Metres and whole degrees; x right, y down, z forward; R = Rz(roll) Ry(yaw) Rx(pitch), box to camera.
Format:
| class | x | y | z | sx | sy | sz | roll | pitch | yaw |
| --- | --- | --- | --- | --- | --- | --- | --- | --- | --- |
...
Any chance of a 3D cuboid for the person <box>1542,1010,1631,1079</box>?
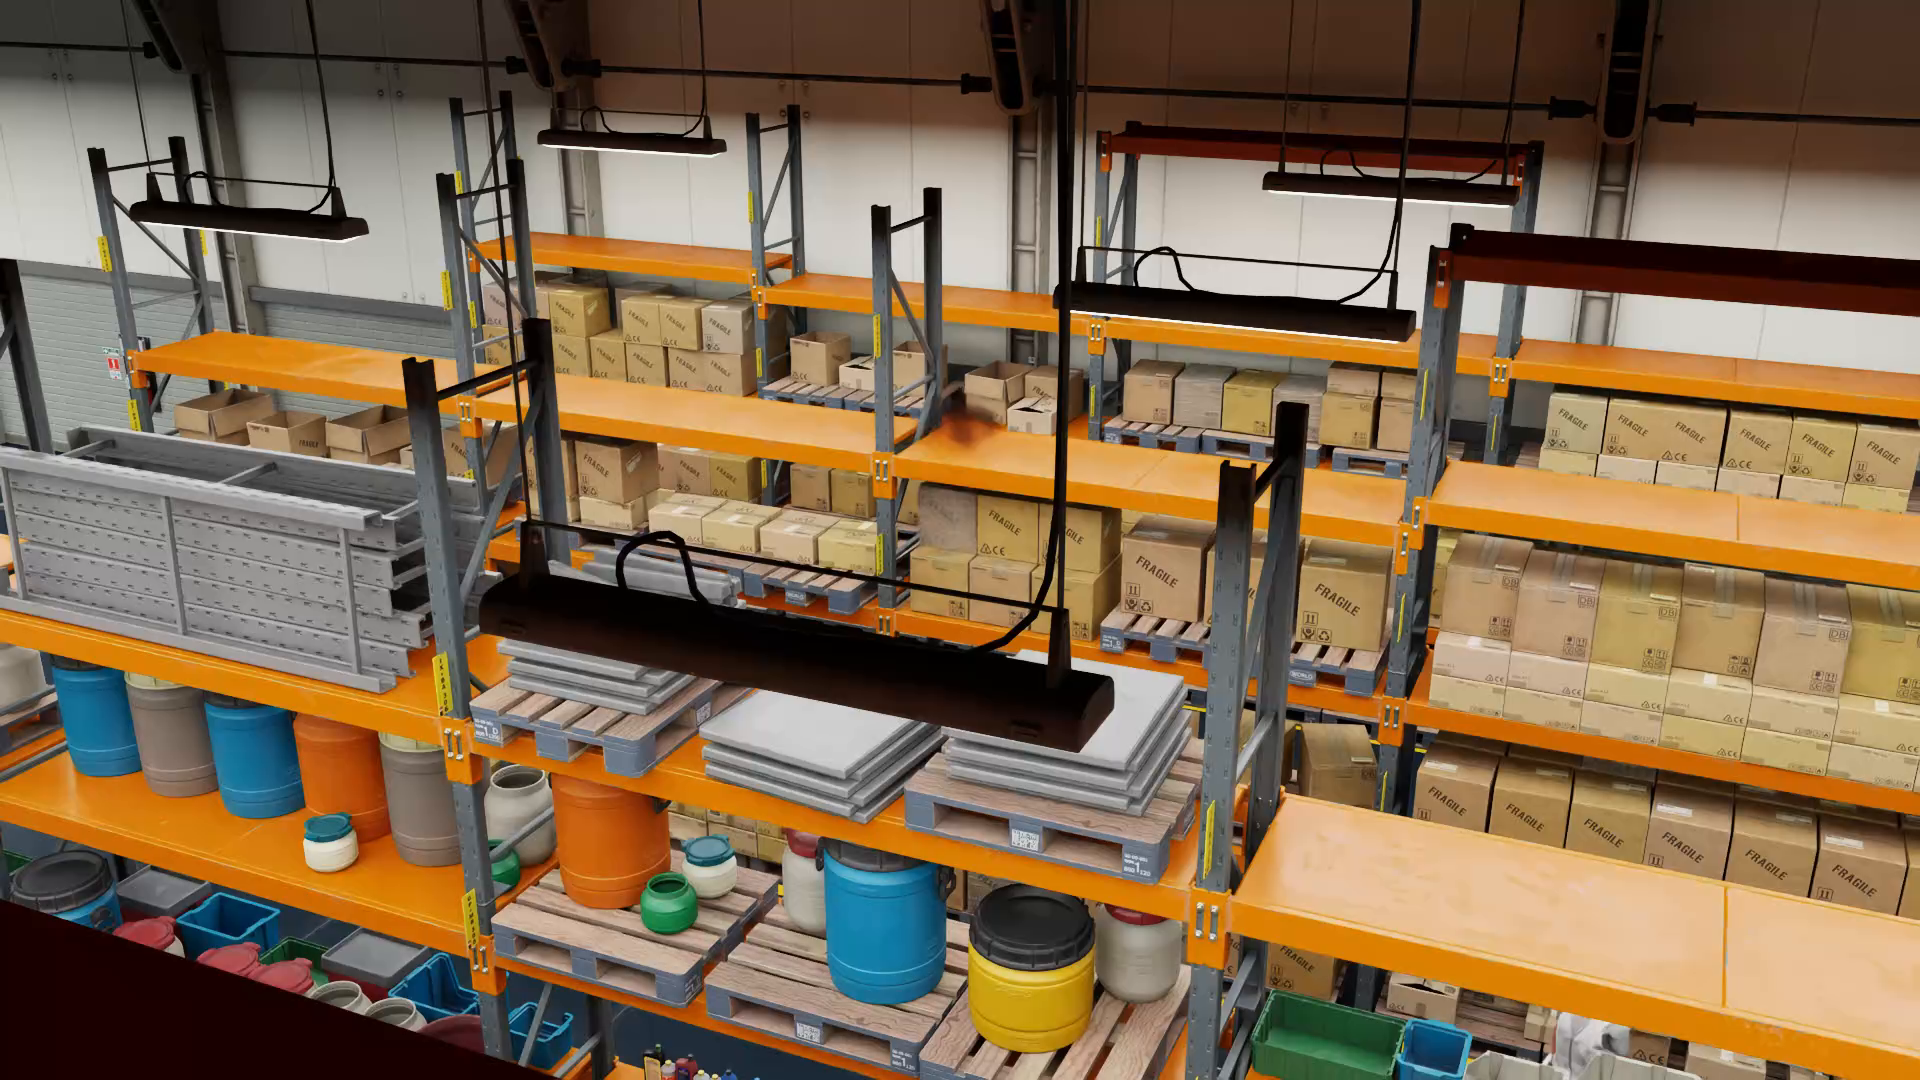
| class | x | y | z | sx | sy | sz | roll | pitch | yaw |
| --- | --- | --- | --- | --- | --- | --- | --- | --- | --- |
| person | 3.968 | 3.526 | 10.760 | 0.553 | 1.805 | 0.589 | -13 | 24 | -31 |
